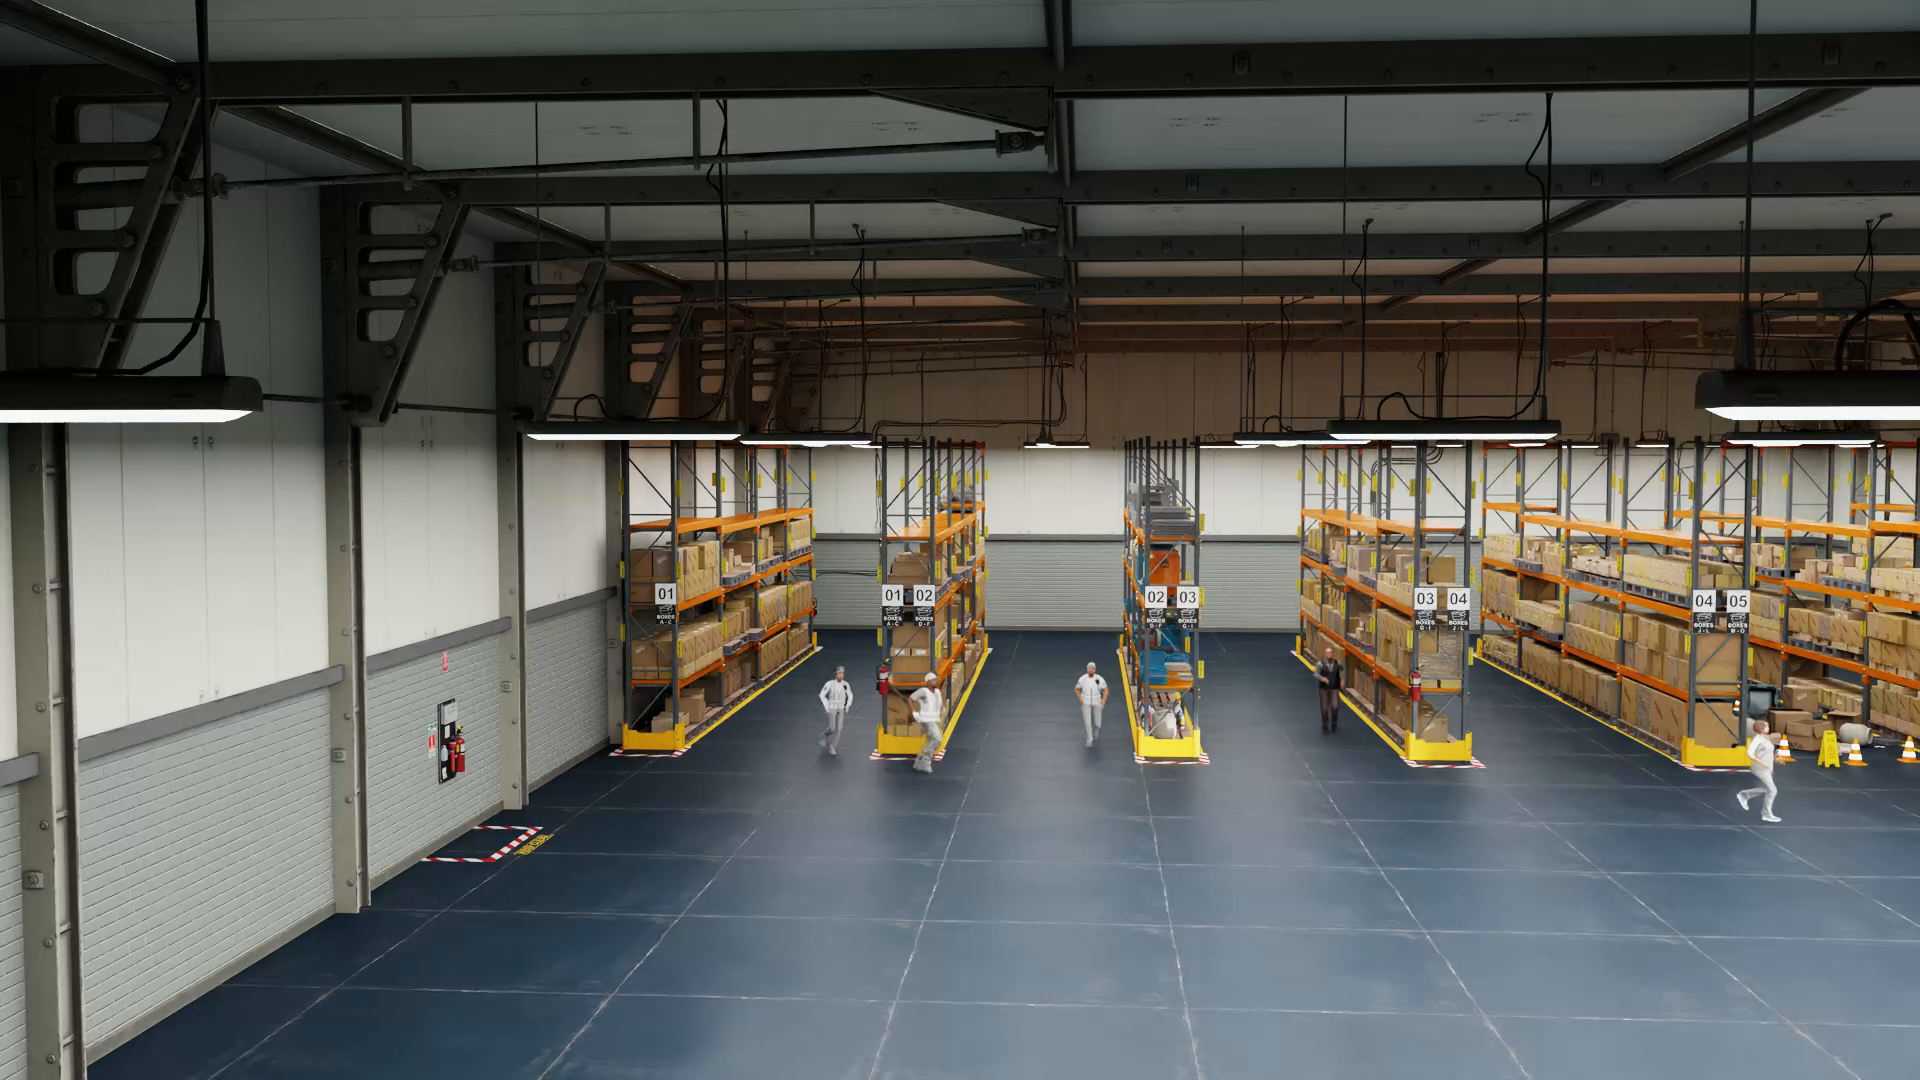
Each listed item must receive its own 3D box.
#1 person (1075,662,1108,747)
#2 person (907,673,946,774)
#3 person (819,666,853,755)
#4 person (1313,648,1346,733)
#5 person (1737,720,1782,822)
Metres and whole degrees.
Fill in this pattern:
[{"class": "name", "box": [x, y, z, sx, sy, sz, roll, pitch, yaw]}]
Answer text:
[{"class": "person", "box": [2.555, 3.180, 32.349, 0.646, 1.622, 0.620, 0, 3, 2]}, {"class": "person", "box": [-0.525, 3.254, 29.672, 0.627, 1.763, 0.683, 2, 3, 28]}, {"class": "person", "box": [-2.334, 3.227, 31.600, 0.630, 1.679, 0.541, -1, 3, -23]}, {"class": "person", "box": [7.529, 3.069, 33.827, 0.673, 1.748, 0.704, 0, 3, 7]}, {"class": "person", "box": [12.393, 3.567, 25.796, 0.680, 1.541, 0.542, 3, 4, 43]}]
